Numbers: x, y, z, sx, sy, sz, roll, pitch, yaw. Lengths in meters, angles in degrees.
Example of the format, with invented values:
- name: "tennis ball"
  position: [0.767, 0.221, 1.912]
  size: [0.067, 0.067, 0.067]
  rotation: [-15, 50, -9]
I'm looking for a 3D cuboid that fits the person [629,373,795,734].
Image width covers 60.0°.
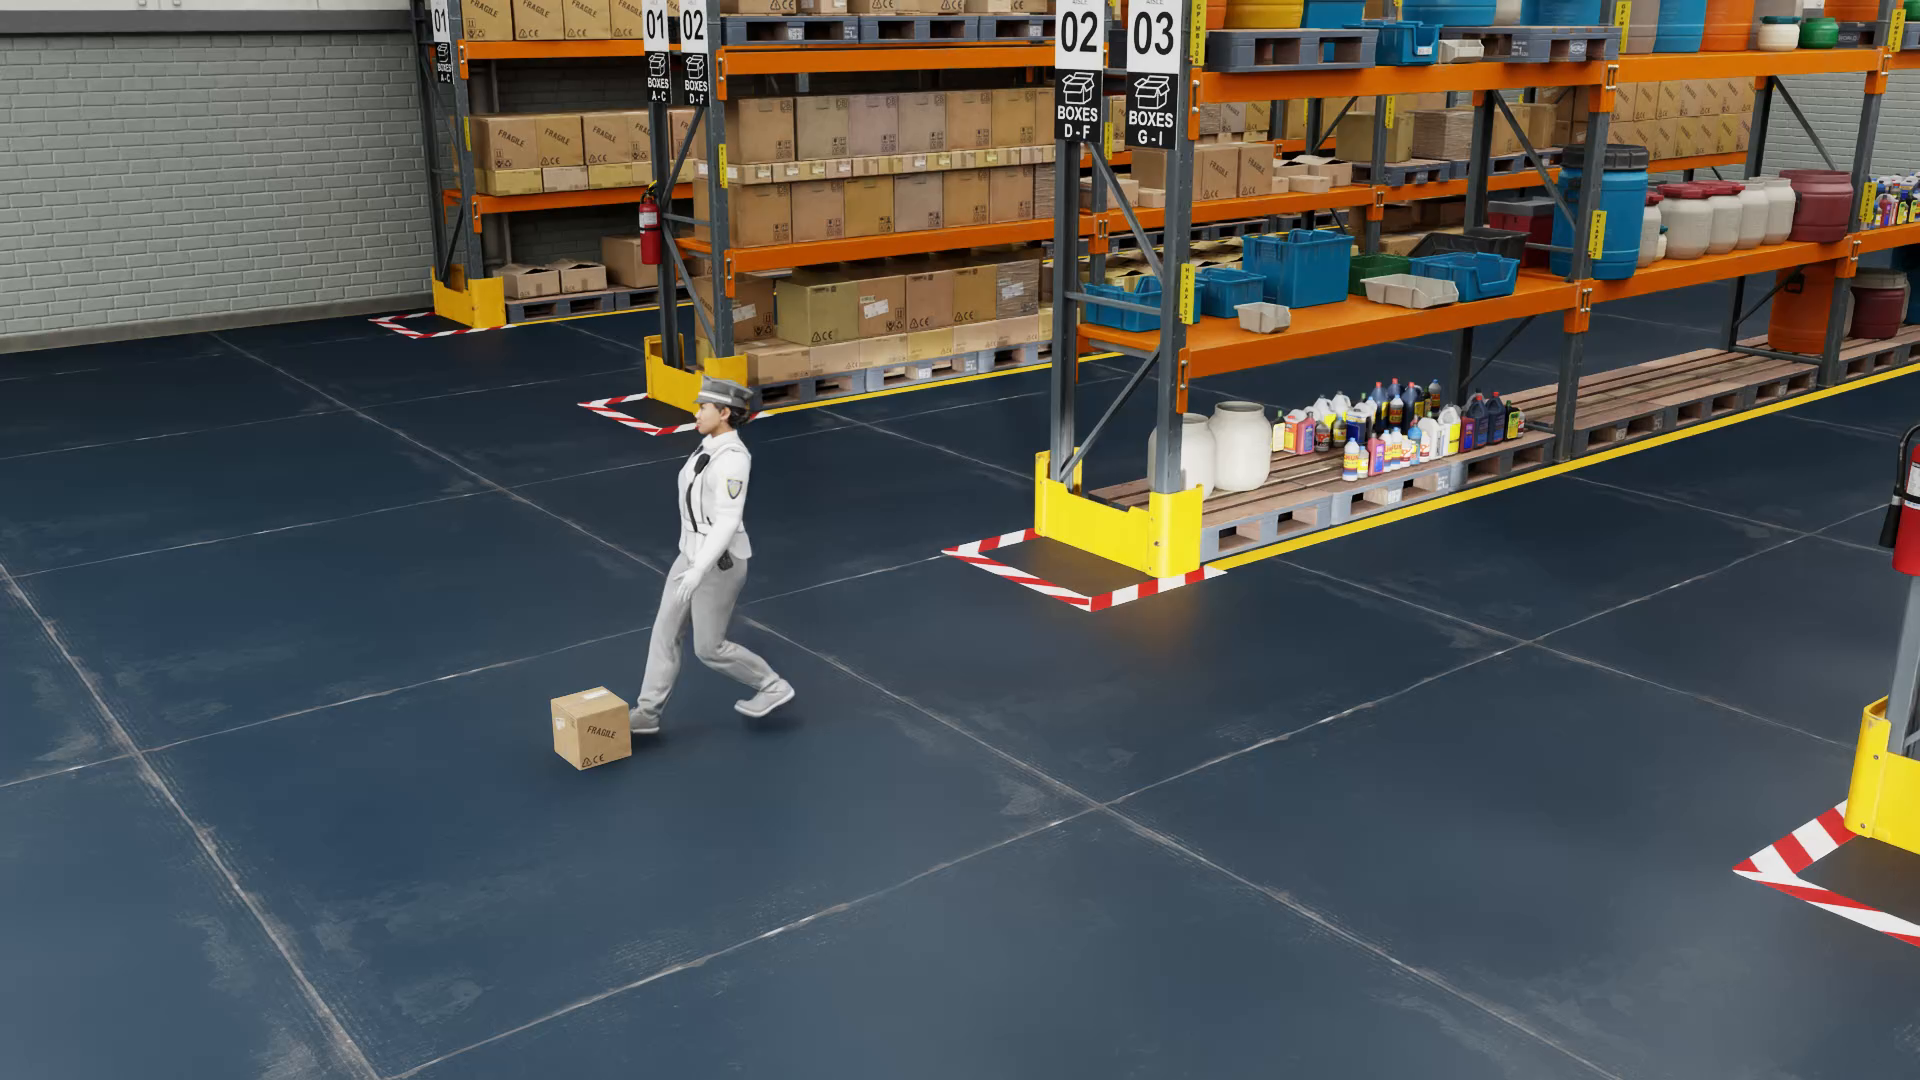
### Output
- name: "person"
  position: [-1.190, 0.089, 7.294]
  size: [0.897, 1.615, 0.534]
  rotation: [-8, 20, -24]
